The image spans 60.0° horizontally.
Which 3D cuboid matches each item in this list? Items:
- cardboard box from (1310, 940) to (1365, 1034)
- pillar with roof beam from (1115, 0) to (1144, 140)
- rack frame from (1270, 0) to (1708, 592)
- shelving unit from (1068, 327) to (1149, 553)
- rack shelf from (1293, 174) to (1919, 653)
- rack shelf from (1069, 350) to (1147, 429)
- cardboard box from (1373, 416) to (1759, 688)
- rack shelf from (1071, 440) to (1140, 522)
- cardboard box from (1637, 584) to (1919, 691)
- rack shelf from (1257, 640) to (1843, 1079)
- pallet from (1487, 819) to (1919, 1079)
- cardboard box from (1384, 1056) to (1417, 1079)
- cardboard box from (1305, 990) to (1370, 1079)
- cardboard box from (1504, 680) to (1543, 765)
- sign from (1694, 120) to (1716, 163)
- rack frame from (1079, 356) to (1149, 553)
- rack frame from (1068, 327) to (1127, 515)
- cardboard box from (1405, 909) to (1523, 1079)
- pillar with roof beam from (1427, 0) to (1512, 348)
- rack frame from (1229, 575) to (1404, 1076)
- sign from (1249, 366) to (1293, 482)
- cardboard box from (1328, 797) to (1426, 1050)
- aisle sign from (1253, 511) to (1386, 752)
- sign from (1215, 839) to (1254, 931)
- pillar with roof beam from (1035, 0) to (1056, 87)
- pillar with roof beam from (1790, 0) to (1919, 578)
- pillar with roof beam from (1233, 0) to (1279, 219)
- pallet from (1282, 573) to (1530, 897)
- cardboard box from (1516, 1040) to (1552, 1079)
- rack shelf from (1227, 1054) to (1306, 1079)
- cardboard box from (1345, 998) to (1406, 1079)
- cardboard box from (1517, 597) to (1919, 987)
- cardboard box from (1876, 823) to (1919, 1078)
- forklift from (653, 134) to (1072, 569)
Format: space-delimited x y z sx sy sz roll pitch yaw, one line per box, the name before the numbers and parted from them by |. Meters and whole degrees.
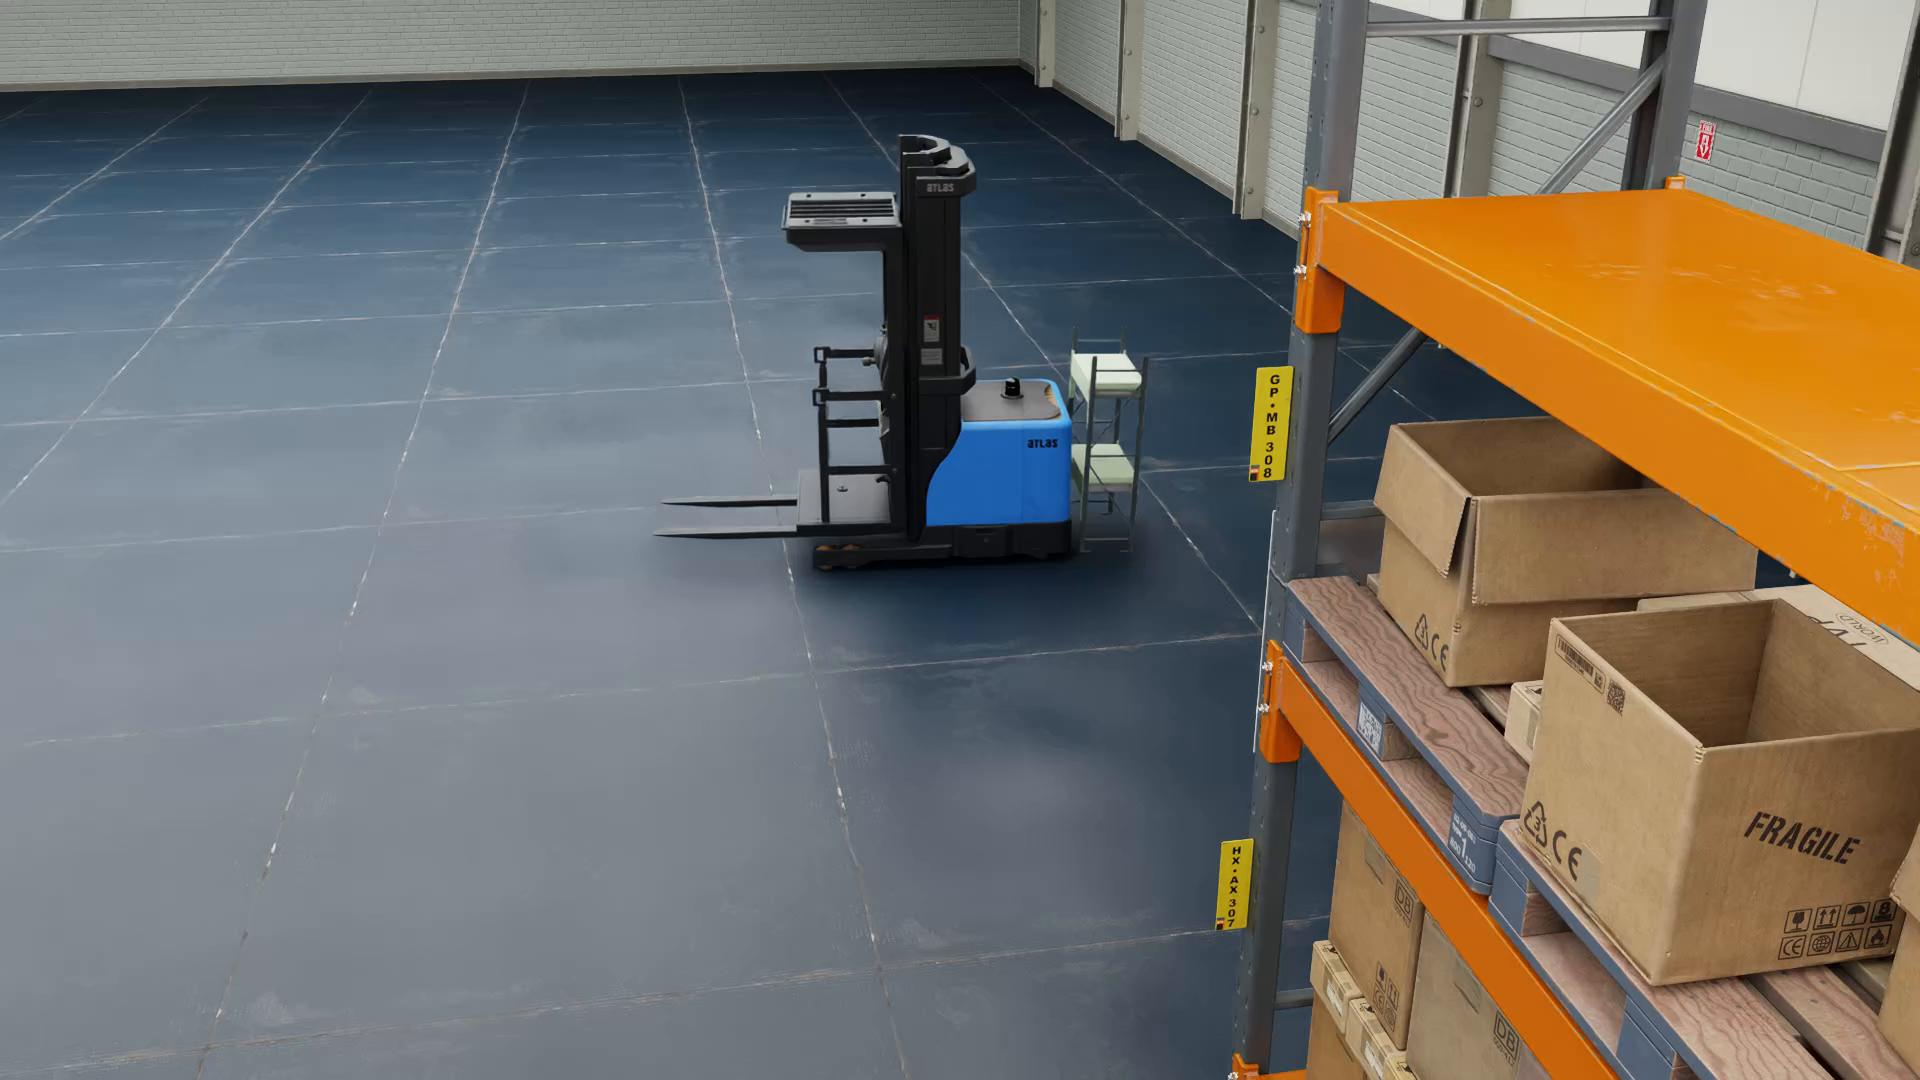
cardboard box | 1.253 1.286 4.865 0.380 0.149 0.250 -4 24 -10
pillar with roof beam | -1.429 -10.569 25.448 9.100 9.000 0.400 -4 24 -10
rack frame | 1.392 -1.290 4.204 1.000 3.000 0.127 -4 24 -10
shelving unit | 1.059 -0.747 12.310 0.431 1.500 0.755 -1 24 -7
rack shelf | 1.762 0.009 2.627 1.077 0.370 4.000 -4 24 -10
rack shelf | 1.072 -1.105 12.155 0.431 0.370 0.720 -1 24 -7
cardboard box | 1.494 0.007 4.153 0.797 0.503 0.637 -3 24 -6
rack shelf | 1.048 -0.448 12.439 0.431 0.370 0.720 -1 24 -7
cardboard box | 1.864 0.330 3.730 0.500 0.250 0.500 -4 24 -10
rack shelf | 1.762 1.201 3.147 1.077 0.370 4.000 -4 24 -10
pallet | 1.727 0.886 3.080 1.003 0.211 1.213 -4 24 -10
cardboard box | 1.350 1.488 4.403 0.380 0.149 0.250 -4 24 -10
cardboard box | 1.466 1.598 4.962 0.700 0.500 0.500 -4 24 -10
cardboard box | 1.437 0.419 3.653 0.380 0.149 0.250 -4 24 -10
sign | 5.807 -3.106 12.959 0.001 0.298 0.199 -4 24 -10
rack frame | 1.102 -0.601 11.977 0.400 1.500 0.023 -1 24 -7
rack frame | 1.016 -0.893 12.643 0.400 1.500 0.023 -1 24 -7
cardboard box | 1.578 1.230 4.182 0.700 0.500 0.500 -5 24 -11
pillar with roof beam | 0.790 -5.849 14.641 9.100 9.000 0.400 -4 24 -10
rack frame | 1.392 1.459 5.405 1.000 3.000 0.127 -4 24 -10
sign | 0.846 -0.314 4.525 0.100 0.325 0.005 -4 24 -10
cardboard box | 1.476 1.024 4.655 0.700 0.500 0.500 -4 24 -10
aisle sign | 1.079 0.264 4.892 0.394 0.787 0.004 -4 24 -10
sign | 0.846 1.065 5.127 0.100 0.325 0.005 -4 24 -10
pillar with roof beam | -2.539 -12.929 30.851 9.100 9.000 0.400 -4 24 -10
pillar with roof beam | 1.899 -3.489 9.237 9.100 9.000 0.400 -4 24 -10
pillar with roof beam | -0.320 -8.209 20.044 9.100 9.000 0.400 -4 24 -10
pallet | 1.498 0.405 4.181 1.003 0.211 1.213 -4 24 -10
cardboard box | 1.672 1.429 3.728 0.700 0.500 0.500 -4 24 -10
rack shelf | 1.762 2.575 3.747 1.077 0.370 4.000 -4 24 -10
cardboard box | 1.305 1.390 4.628 0.380 0.149 0.250 -5 24 -11
cardboard box | 1.431 0.455 3.130 0.500 0.500 0.500 -4 24 -10
cardboard box | 1.951 0.697 2.574 0.797 0.503 0.637 -2 24 -4
forklift | -0.730 -1.352 11.926 3.031 2.935 1.130 -2 24 -4
